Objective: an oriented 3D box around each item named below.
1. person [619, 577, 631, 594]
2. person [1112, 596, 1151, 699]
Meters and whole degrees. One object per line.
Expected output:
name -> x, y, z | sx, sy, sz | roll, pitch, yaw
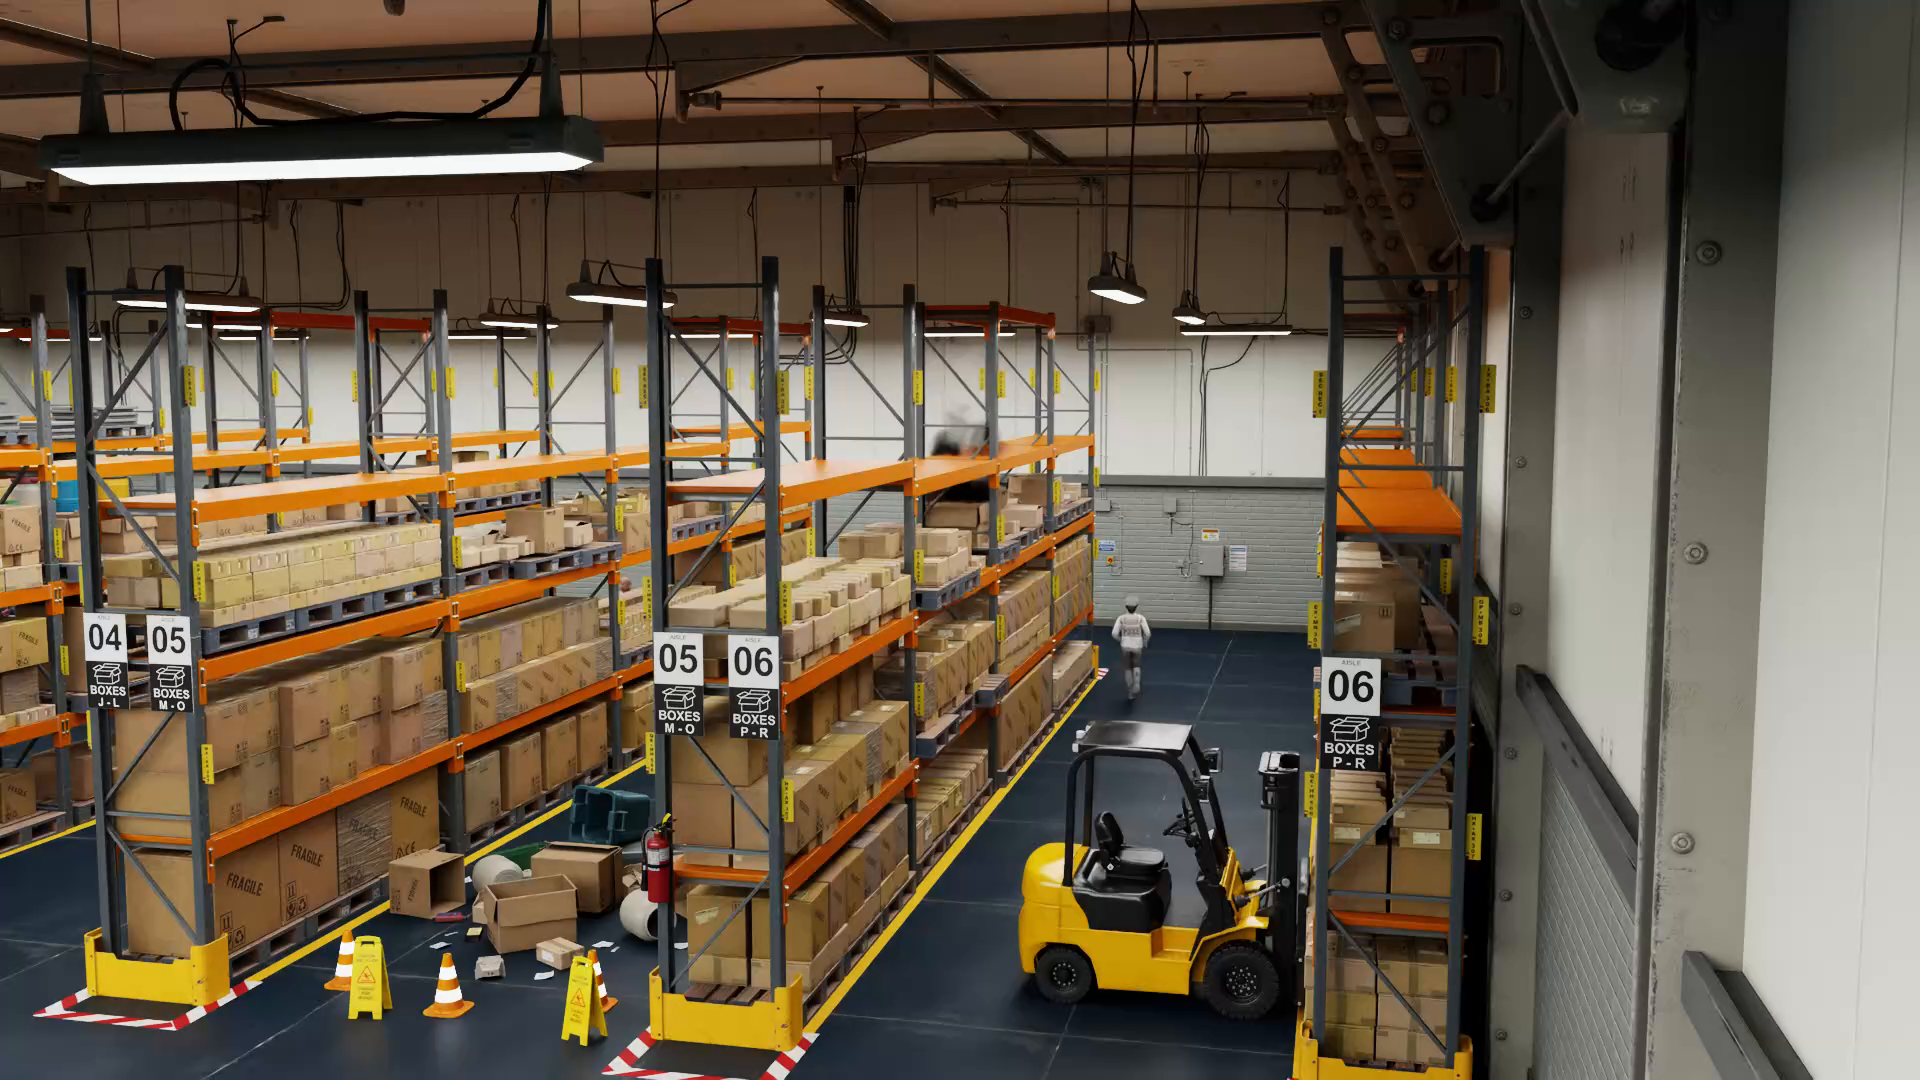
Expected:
person -> -5.431, 1.497, 27.287 | 0.703, 1.800, 0.976 | 2, 6, 20
person -> 2.695, 1.703, 26.201 | 0.615, 1.657, 0.555 | 1, 6, 5
